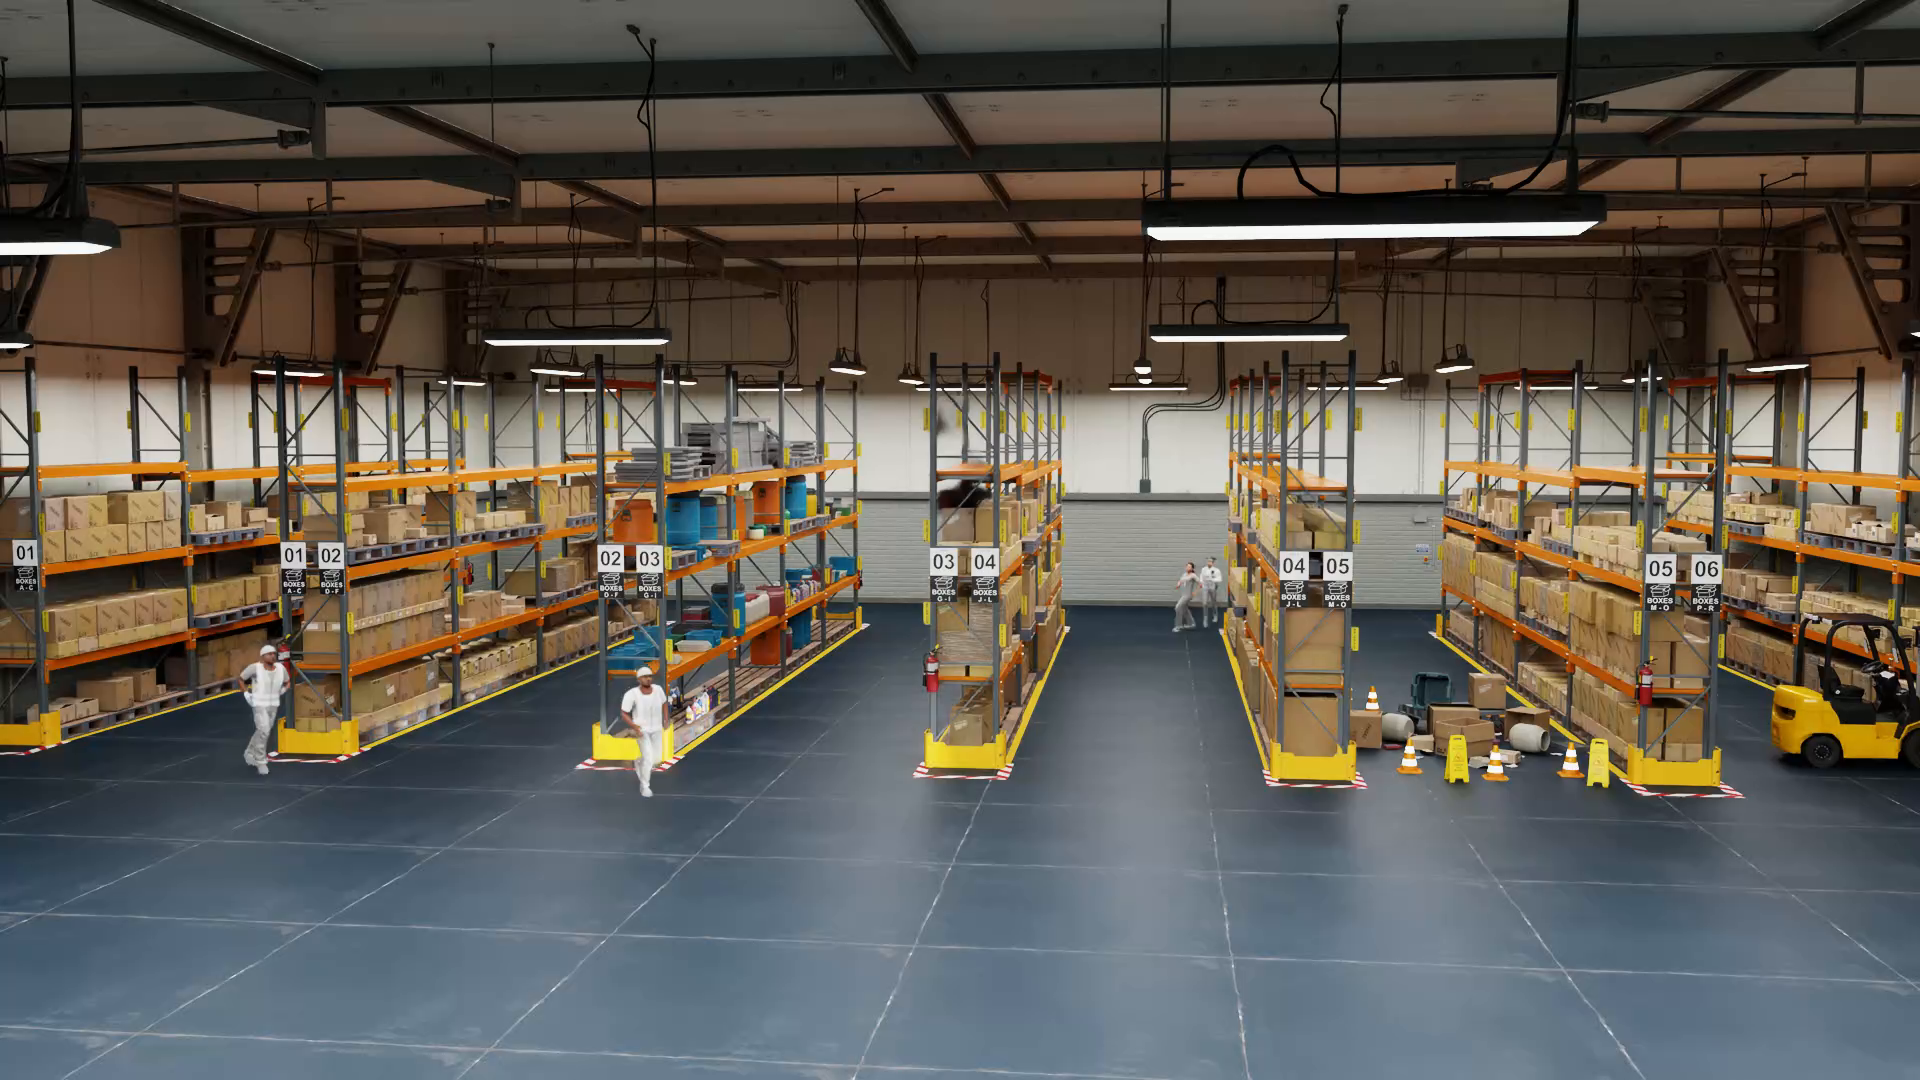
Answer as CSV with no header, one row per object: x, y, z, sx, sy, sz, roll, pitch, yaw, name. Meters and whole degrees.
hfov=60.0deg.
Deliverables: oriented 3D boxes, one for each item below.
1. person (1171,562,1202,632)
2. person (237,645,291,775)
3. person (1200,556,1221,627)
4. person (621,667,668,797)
5.434,1.369,39.850,0.725,1.687,0.618,-2,4,-25,person
-10.037,2.419,24.032,0.777,1.835,0.676,3,5,35,person
6.165,1.245,40.923,0.590,1.719,0.869,2,4,22,person
-4.252,2.564,22.448,0.705,1.743,0.654,-3,5,-36,person
